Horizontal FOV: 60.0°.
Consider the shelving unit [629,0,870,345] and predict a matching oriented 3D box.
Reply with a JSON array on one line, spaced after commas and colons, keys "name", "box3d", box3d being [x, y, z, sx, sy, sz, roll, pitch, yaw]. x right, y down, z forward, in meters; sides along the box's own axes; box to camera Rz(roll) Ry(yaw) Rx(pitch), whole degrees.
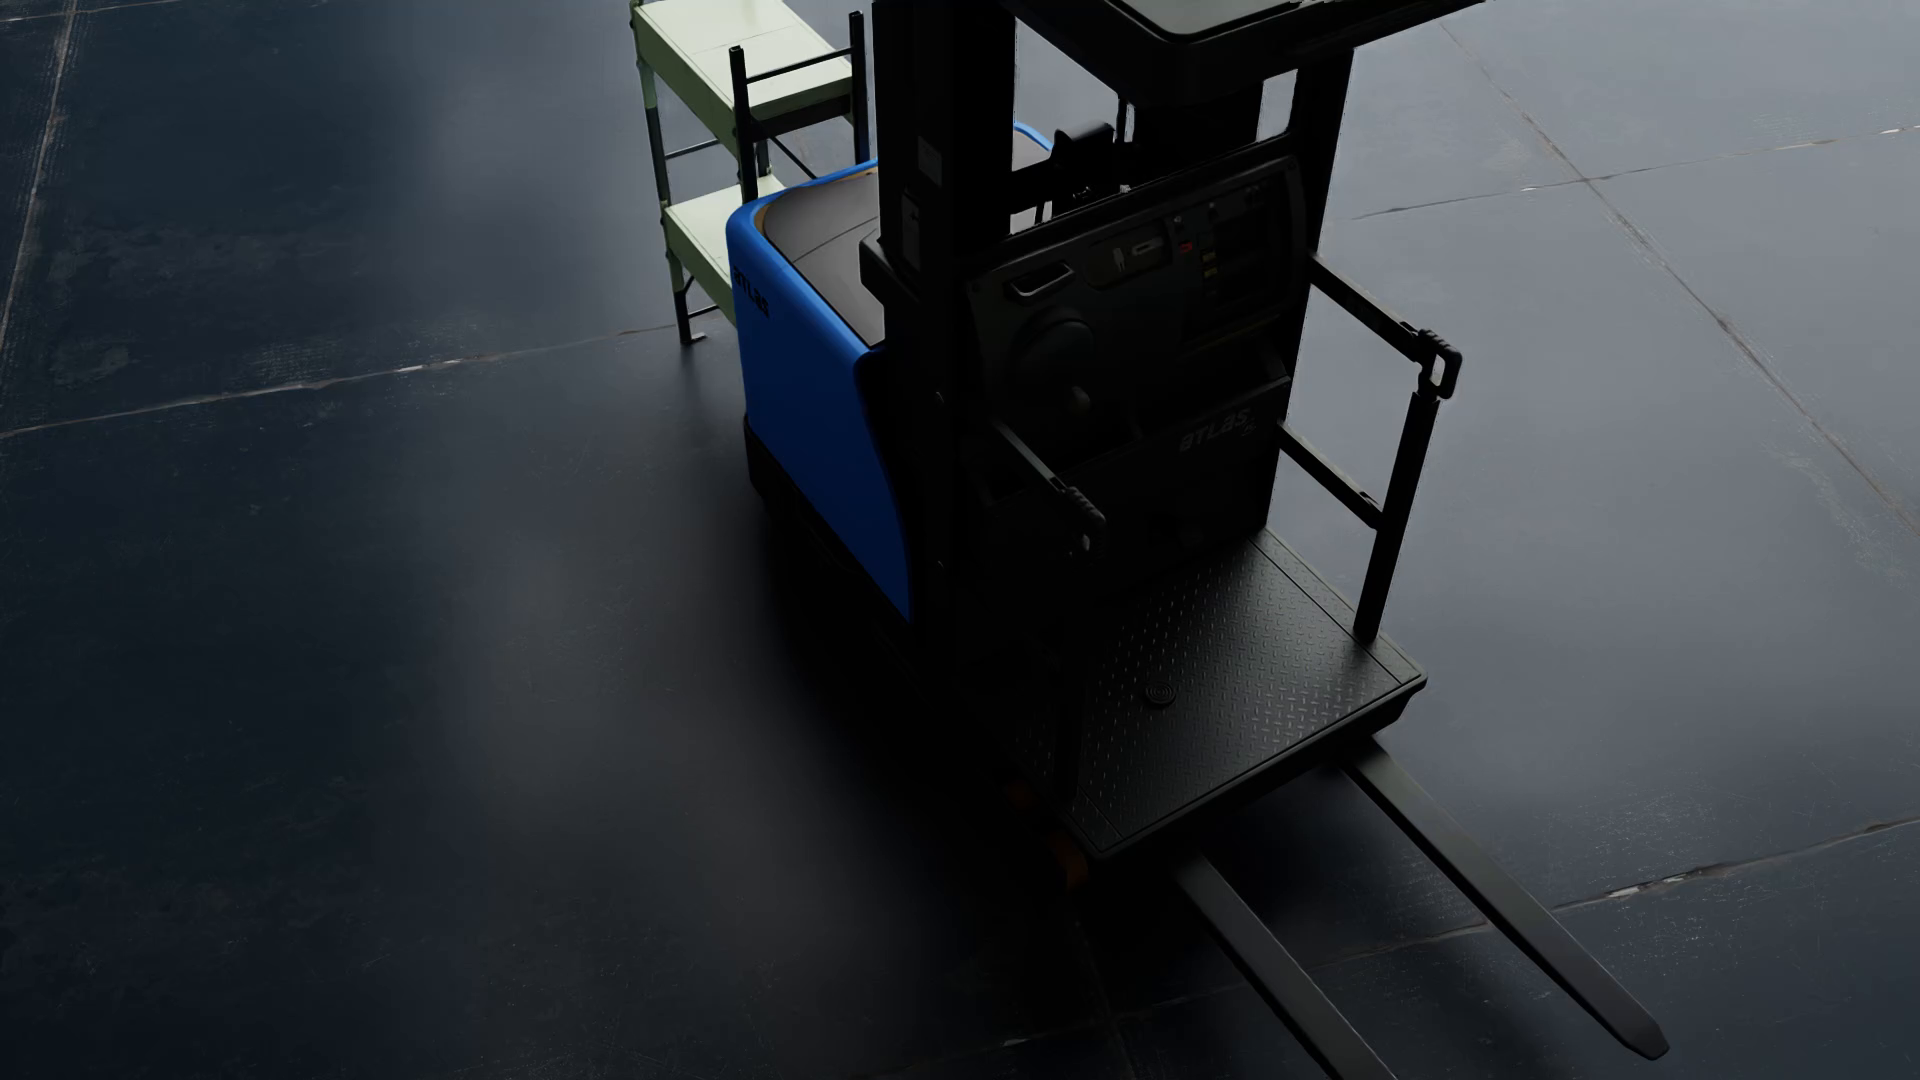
[{"name": "shelving unit", "box3d": [-0.632, -1.079, 5.257, 0.431, 1.500, 0.755, -23, 50, -21]}]

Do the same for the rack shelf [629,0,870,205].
[{"name": "rack shelf", "box3d": [-0.632, -1.352, 4.978, 0.431, 0.370, 0.720, -23, 50, -21]}]

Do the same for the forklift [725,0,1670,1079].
[{"name": "forklift", "box3d": [0.535, -0.496, 3.684, 1.130, 2.935, 3.031, -24, 50, -22]}]

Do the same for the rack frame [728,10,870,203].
[{"name": "rack frame", "box3d": [-0.442, -0.855, 5.038, 0.400, 1.500, 0.023, -23, 50, -21]}]

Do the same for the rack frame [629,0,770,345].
[{"name": "rack frame", "box3d": [-0.822, -1.302, 5.476, 0.400, 1.500, 0.023, -23, 50, -21]}]

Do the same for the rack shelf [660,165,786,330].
[{"name": "rack shelf", "box3d": [-0.632, -0.851, 5.490, 0.431, 0.370, 0.720, -23, 50, -21]}]
